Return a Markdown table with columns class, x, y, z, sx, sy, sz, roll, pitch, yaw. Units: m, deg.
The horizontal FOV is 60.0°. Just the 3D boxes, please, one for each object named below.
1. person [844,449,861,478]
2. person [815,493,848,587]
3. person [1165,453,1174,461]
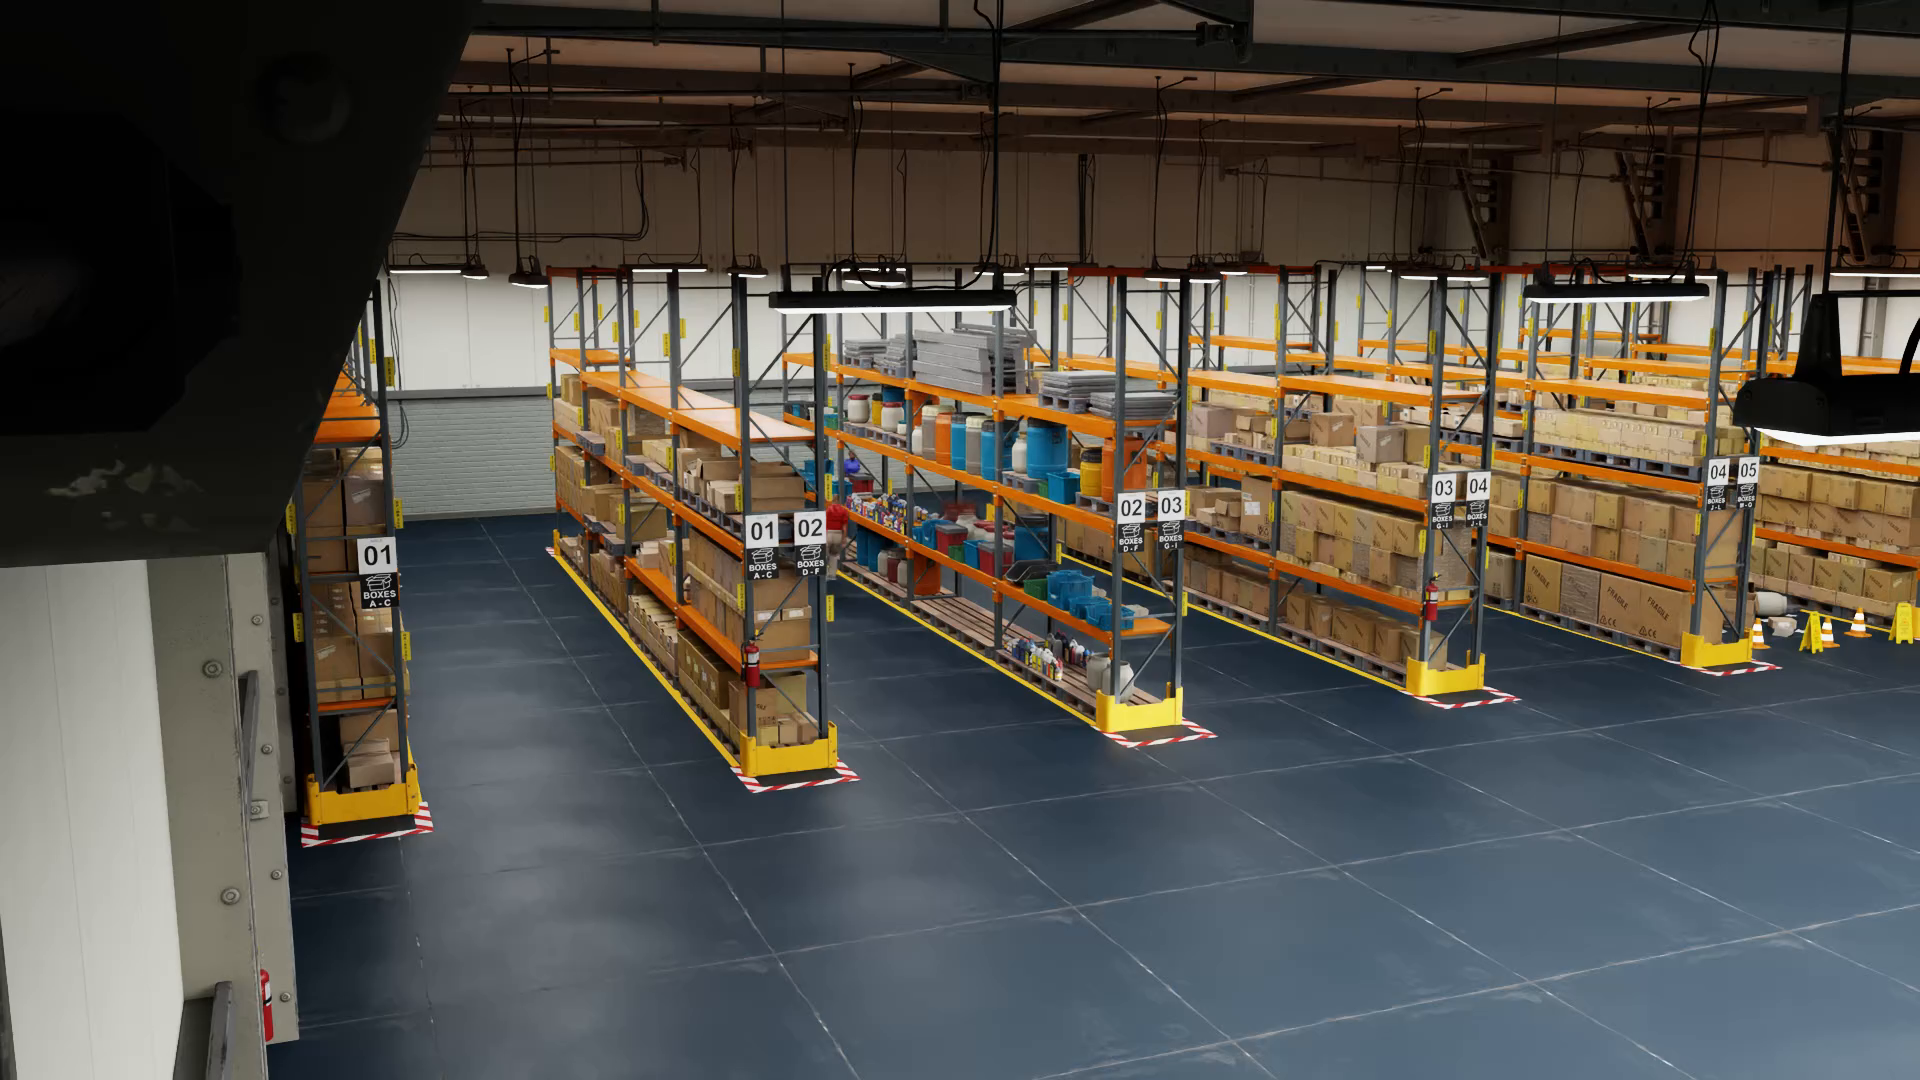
| class | x | y | z | sx | sy | sz | roll | pitch | yaw |
| --- | --- | --- | --- | --- | --- | --- | --- | --- | --- |
| person | -2.605 | -1.390 | 39.915 | 0.470 | 1.581 | 1.045 | -4 | 11 | -22 |
| person | -2.388 | -0.007 | 30.665 | 0.655 | 1.725 | 0.478 | -3 | 10 | -19 |
| person | 5.193 | -1.624 | 41.569 | 0.891 | 1.504 | 0.413 | 0 | 10 | -2 |
